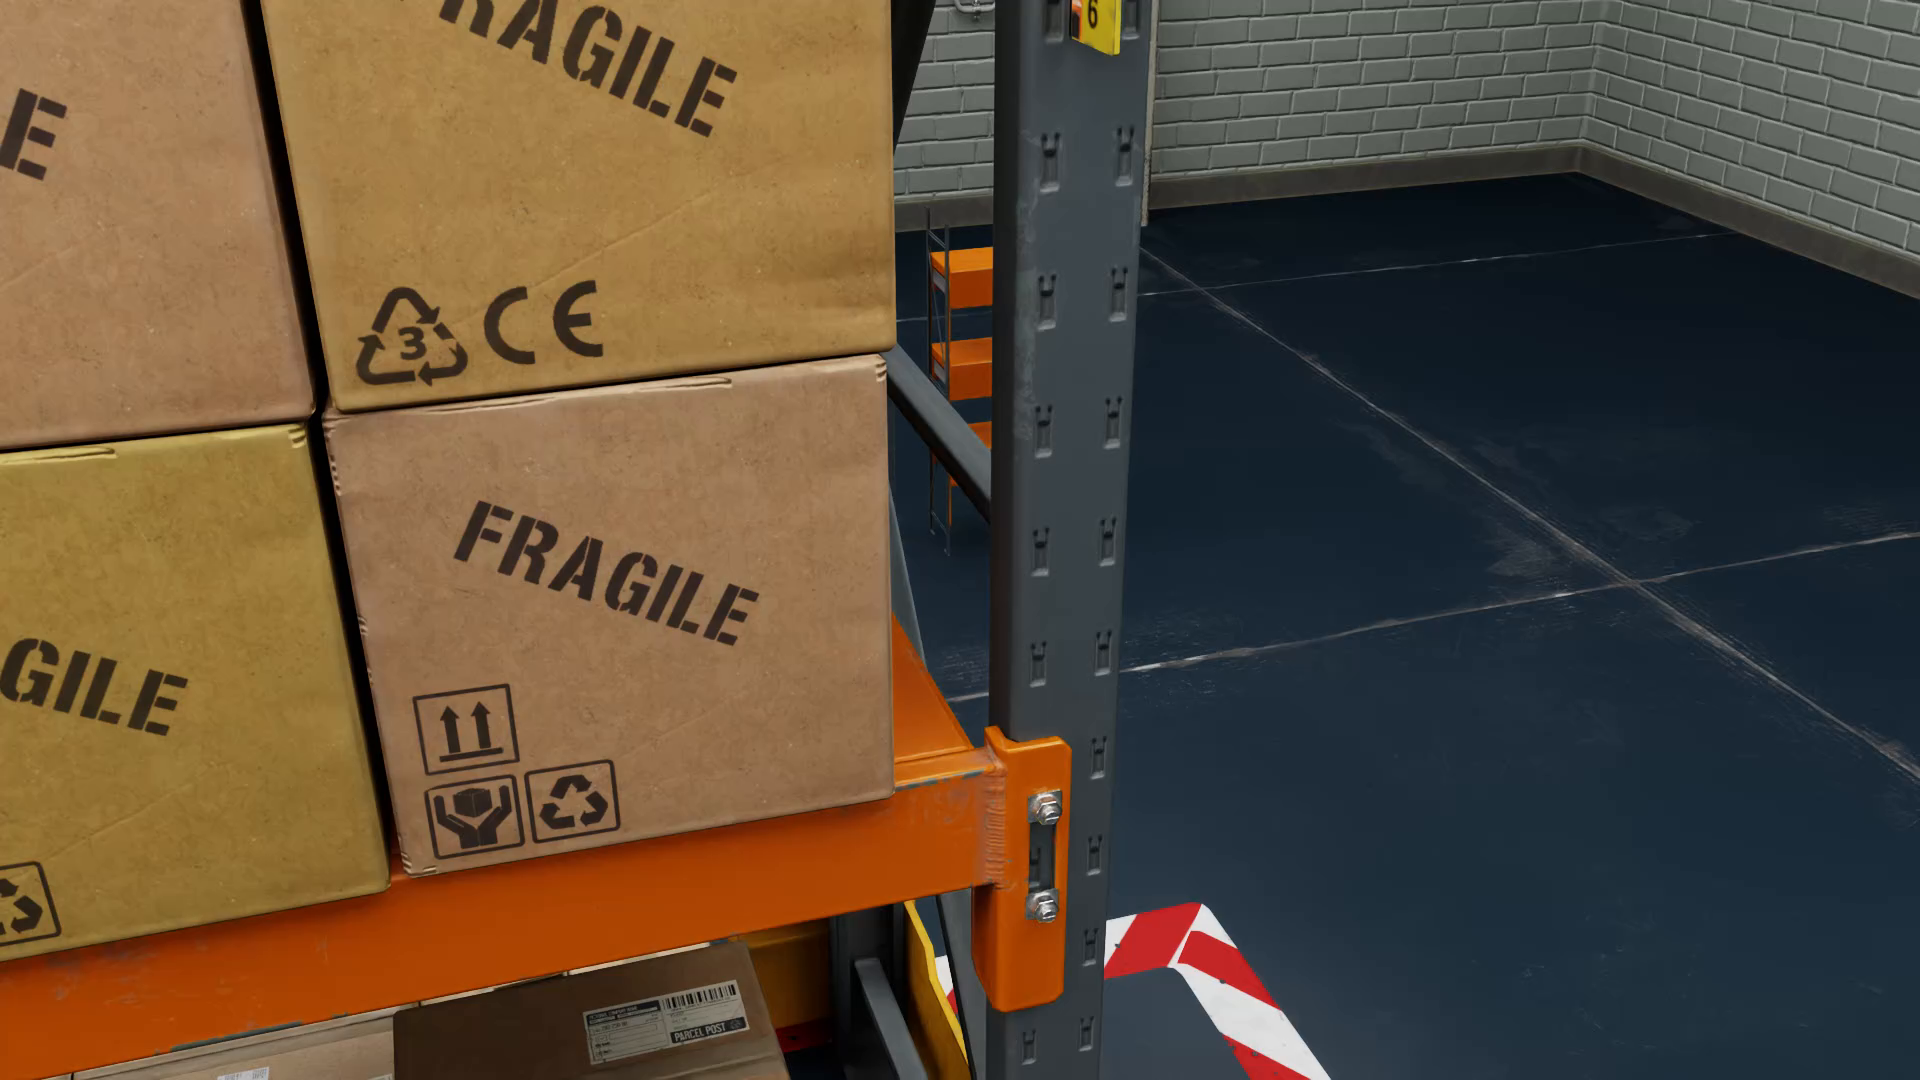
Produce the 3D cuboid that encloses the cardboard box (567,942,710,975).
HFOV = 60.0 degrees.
[{"bbox_3d":[-0.540,0.839,2.899,0.250,0.149,0.380,-8,28,-16],"label":"cardboard box"}]

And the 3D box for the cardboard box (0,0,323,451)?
[{"bbox_3d":[-0.854,-0.399,1.443,0.500,0.500,0.500,-7,27,-15],"label":"cardboard box"}]

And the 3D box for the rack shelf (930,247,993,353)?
[{"bbox_3d":[0.051,-0.722,4.910,0.240,0.259,0.215,-8,28,-16],"label":"rack shelf"}]

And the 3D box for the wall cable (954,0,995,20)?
[{"bbox_3d":[-0.648,-3.279,7.339,1.851,1.984,0.084,-8,28,-16],"label":"wall cable"}]

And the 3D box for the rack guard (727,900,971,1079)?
[{"bbox_3d":[-0.108,0.976,2.721,0.348,0.500,1.175,-8,28,-16],"label":"rack guard"}]

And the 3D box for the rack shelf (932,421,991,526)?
[{"bbox_3d":[0.051,-0.219,5.160,0.240,0.259,0.215,-8,28,-16],"label":"rack shelf"}]

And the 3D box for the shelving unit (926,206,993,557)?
[{"bbox_3d":[0.051,-0.478,5.031,0.252,1.050,0.215,-8,28,-16],"label":"shelving unit"}]

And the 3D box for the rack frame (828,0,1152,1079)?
[{"bbox_3d":[-0.036,-0.154,2.186,0.127,3.000,1.000,-8,28,-16],"label":"rack frame"}]

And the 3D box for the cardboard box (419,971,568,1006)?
[{"bbox_3d":[-0.778,0.865,2.826,0.250,0.166,0.380,-8,28,-16],"label":"cardboard box"}]

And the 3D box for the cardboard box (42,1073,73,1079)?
[{"bbox_3d":[-1.591,0.973,2.513,0.500,0.250,0.500,-8,28,-16],"label":"cardboard box"}]

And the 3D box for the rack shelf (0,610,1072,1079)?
[{"bbox_3d":[-1.937,0.444,1.791,4.000,0.370,1.077,-8,28,-16],"label":"rack shelf"}]

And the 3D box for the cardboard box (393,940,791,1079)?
[{"bbox_3d":[-0.476,0.948,2.284,0.500,0.500,0.500,-8,28,-16],"label":"cardboard box"}]

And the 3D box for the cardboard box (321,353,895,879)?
[{"bbox_3d":[-0.377,-0.022,1.808,0.500,0.500,0.500,-7,27,-15],"label":"cardboard box"}]

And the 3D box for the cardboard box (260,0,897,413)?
[{"bbox_3d":[-0.374,-0.469,1.584,0.500,0.500,0.500,-8,28,-17],"label":"cardboard box"}]

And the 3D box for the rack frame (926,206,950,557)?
[{"bbox_3d":[-0.065,-0.461,4.998,0.008,1.050,0.200,-8,28,-16],"label":"rack frame"}]

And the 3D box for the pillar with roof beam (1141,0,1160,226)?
[{"bbox_3d":[2.059,-3.852,2.889,0.400,9.000,9.100,-8,28,-16],"label":"pillar with roof beam"}]

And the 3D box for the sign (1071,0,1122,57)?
[{"bbox_3d":[0.117,-0.576,1.380,0.005,0.325,0.100,-8,28,-16],"label":"sign"}]

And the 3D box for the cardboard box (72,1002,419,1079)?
[{"bbox_3d":[-1.116,0.905,2.652,0.500,0.250,0.500,-8,28,-16],"label":"cardboard box"}]

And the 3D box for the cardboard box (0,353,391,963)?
[{"bbox_3d":[-0.869,0.051,1.661,0.500,0.500,0.500,-8,28,-16],"label":"cardboard box"}]

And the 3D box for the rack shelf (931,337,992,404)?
[{"bbox_3d":[0.051,-0.468,5.036,0.240,0.259,0.215,-8,28,-16],"label":"rack shelf"}]
